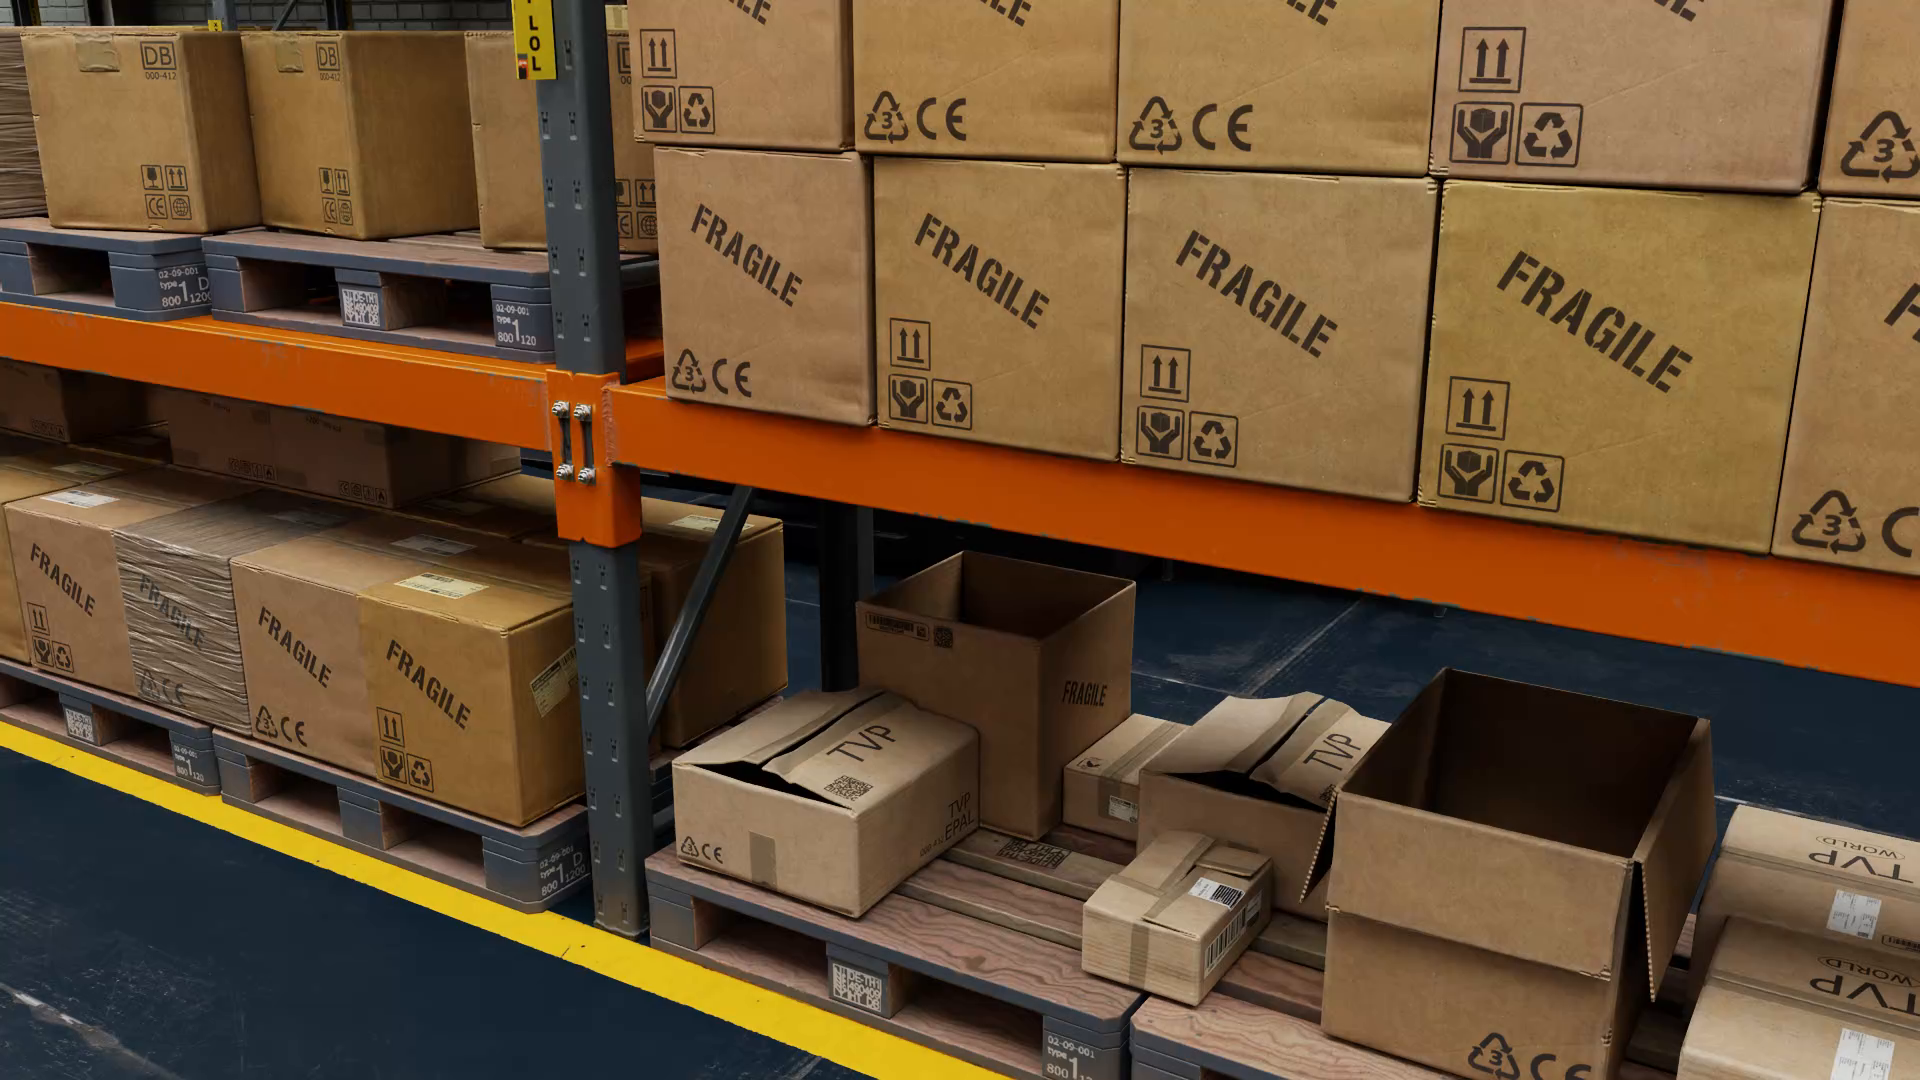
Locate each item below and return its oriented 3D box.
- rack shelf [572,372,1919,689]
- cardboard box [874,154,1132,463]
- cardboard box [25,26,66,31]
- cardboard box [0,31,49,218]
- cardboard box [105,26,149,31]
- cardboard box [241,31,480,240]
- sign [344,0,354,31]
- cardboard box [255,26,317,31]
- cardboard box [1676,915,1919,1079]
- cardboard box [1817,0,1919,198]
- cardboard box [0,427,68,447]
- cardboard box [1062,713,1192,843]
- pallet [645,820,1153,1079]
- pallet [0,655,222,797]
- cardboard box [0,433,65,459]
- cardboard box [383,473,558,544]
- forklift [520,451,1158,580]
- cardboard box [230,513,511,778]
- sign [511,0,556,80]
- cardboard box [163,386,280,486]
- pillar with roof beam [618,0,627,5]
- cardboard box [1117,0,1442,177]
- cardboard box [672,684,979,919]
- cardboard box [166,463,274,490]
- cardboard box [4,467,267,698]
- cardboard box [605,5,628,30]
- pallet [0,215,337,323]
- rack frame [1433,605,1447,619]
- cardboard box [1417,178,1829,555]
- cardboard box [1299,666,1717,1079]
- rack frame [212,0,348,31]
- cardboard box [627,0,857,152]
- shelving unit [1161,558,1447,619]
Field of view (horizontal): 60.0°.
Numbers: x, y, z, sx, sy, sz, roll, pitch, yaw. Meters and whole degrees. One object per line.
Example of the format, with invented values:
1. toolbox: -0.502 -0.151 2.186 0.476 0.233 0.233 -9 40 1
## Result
1. rack shelf: 1.163 0.006 2.938 4.000 0.370 1.077 10 20 30
2. cardboard box: 0.188 -0.468 3.089 0.500 0.500 0.500 11 20 31
3. cardboard box: -6.629 -3.611 12.542 0.500 0.500 0.500 11 20 32
4. cardboard box: -2.675 -1.245 4.925 0.500 0.500 0.700 15 22 40
5. cardboard box: -5.762 -3.453 12.021 0.500 0.500 0.500 10 20 30
6. cardboard box: -1.447 -1.107 4.471 0.500 0.500 0.700 14 22 39
7. sign: -4.482 -3.779 12.167 0.005 0.325 0.100 10 20 30
8. cardboard box: -5.060 -3.506 12.197 0.500 0.500 0.500 10 19 29
9. cardboard box: 1.481 0.898 2.739 0.500 0.250 0.500 10 20 30
10. cardboard box: 1.469 -0.714 2.178 0.500 0.500 0.500 11 20 32
11. cardboard box: -3.030 -0.181 5.860 0.500 0.500 0.500 11 20 32
12. cardboard box: 0.443 0.570 3.992 0.250 0.149 0.380 10 20 30
13. pallet: 0.043 0.797 3.895 1.213 0.211 1.003 10 20 30
14. pallet: -2.298 0.392 5.226 1.213 0.211 1.003 10 20 30
15. cardboard box: -3.263 -0.047 5.418 0.500 0.500 0.500 9 19 28
16. cardboard box: -1.287 0.131 4.833 0.500 0.500 0.500 10 20 31
17. forklift: -0.572 -1.477 6.700 3.031 2.935 1.130 7 18 23
18. cardboard box: -1.529 0.262 4.402 0.500 0.500 0.500 10 20 30
19. sign: -0.829 -1.058 3.212 0.005 0.325 0.100 10 20 30
20. cardboard box: -2.106 -0.378 5.217 0.500 0.250 0.500 10 19 29
21. pillar with roof beam: -4.269 -4.694 6.853 0.400 9.000 9.100 10 20 30
22. cardboard box: 0.590 -0.870 2.694 0.500 0.500 0.500 9 19 28
23. cardboard box: -0.297 0.551 3.775 0.500 0.311 0.500 10 20 30
24. cardboard box: -2.139 -0.024 5.343 0.500 0.500 0.500 9 19 28
25. cardboard box: -2.390 0.109 4.906 0.500 0.500 0.500 9 19 28
26. cardboard box: -1.952 -3.137 10.003 0.250 0.149 0.380 7 18 21
27. pallet: -2.290 -0.864 4.895 1.213 0.211 1.003 10 20 30
28. rack frame: 1.814 -0.324 6.013 0.032 1.125 0.500 7 18 23
29. cardboard box: 1.047 -0.314 2.583 0.500 0.500 0.500 10 19 29
30. cardboard box: 1.062 0.626 3.197 0.637 0.503 0.797 10 20 30
31. rack frame: -4.769 -3.087 11.881 0.127 3.000 1.000 10 20 30
32. cardboard box: -0.287 -1.027 3.209 0.500 0.500 0.500 11 20 31
33. shelving unit: 1.351 -0.385 6.213 1.048 1.125 0.538 7 18 23
